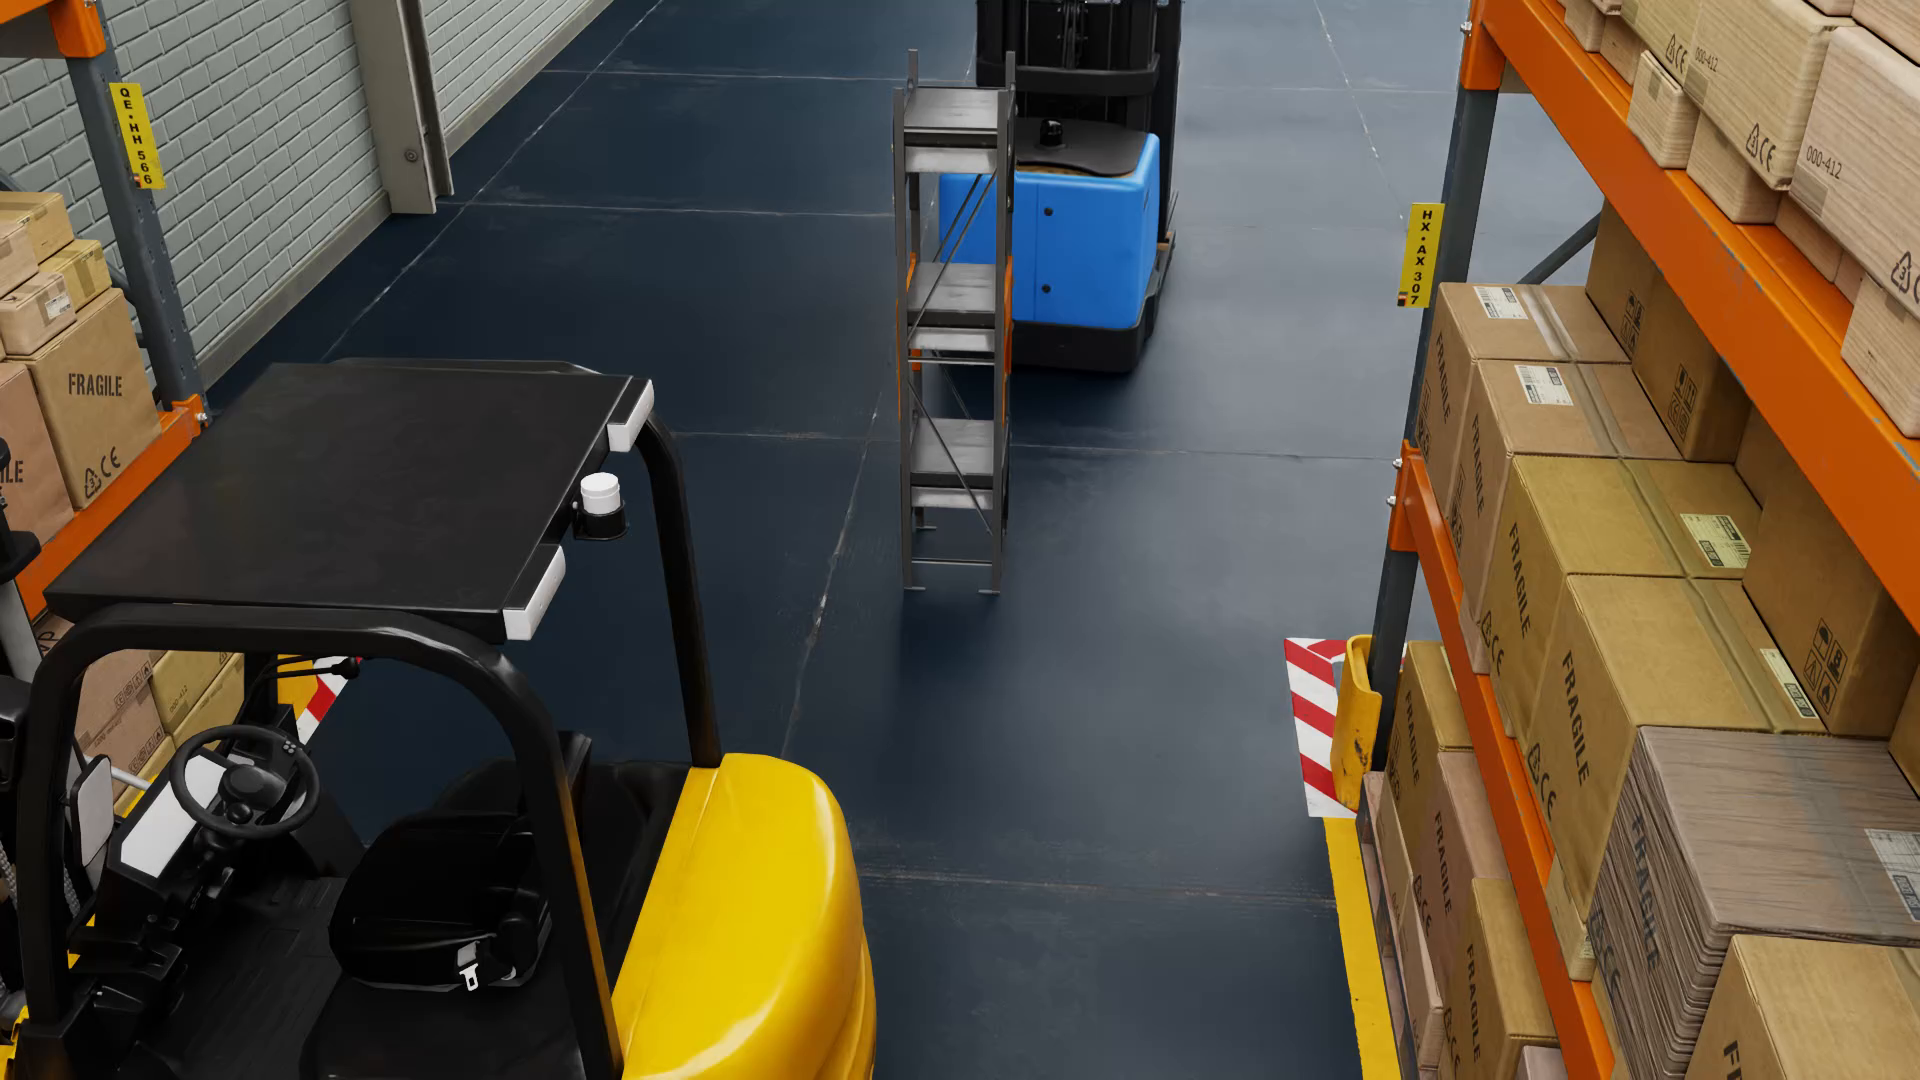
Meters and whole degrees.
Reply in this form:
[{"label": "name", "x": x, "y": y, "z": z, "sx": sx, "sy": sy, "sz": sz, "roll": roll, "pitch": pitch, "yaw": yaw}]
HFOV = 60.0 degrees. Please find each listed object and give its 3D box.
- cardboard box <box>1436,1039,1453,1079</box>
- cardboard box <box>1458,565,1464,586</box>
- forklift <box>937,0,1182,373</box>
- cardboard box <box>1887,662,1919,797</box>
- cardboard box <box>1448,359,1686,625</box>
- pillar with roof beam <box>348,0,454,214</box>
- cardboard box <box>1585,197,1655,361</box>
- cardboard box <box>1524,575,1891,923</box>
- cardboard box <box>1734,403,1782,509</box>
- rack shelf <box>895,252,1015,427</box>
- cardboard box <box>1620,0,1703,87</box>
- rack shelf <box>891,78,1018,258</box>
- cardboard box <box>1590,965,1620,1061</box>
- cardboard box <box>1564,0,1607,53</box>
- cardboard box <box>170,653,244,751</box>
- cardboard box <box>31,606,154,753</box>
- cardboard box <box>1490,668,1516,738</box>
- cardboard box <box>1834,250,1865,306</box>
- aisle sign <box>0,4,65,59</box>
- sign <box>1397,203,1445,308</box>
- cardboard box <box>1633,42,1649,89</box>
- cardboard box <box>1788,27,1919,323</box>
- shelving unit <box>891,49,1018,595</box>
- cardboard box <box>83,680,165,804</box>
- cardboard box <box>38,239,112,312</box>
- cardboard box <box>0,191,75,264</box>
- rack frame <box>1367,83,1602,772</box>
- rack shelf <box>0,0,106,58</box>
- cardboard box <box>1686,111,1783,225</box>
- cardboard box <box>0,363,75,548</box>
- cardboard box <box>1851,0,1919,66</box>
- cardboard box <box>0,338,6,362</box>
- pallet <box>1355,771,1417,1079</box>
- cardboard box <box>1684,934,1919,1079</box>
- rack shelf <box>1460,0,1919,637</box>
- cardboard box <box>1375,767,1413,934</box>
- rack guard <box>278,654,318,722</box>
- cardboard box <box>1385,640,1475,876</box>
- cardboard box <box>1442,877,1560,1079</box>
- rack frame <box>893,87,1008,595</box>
[{"label": "cardboard box", "x": 1.488, "y": 1.504, "z": 4.171, "sx": 0.500, "sy": 0.250, "sz": 0.500, "roll": 5, "pitch": 32, "yaw": 7}, {"label": "cardboard box", "x": 1.567, "y": 0.093, "z": 4.479, "sx": 0.380, "sy": 0.149, "sz": 0.250, "roll": 1, "pitch": 32, "yaw": 2}, {"label": "forklift", "x": 0.682, "y": -2.864, "z": 9.104, "sx": 1.130, "sy": 2.935, "sz": 3.031, "roll": 6, "pitch": 32, "yaw": 10}, {"label": "cardboard box", "x": 1.968, "y": 0.298, "z": 2.576, "sx": 0.700, "sy": 0.500, "sz": 0.500, "roll": 2, "pitch": 32, "yaw": 3}, {"label": "cardboard box", "x": 1.556, "y": -0.113, "z": 4.195, "sx": 0.500, "sy": 0.500, "sz": 0.500, "roll": 3, "pitch": 32, "yaw": 5}, {"label": "pillar with roof beam", "x": 0.787, "y": -5.842, "z": 8.153, "sx": 9.100, "sy": 9.000, "sz": 0.400, "roll": 2, "pitch": 32, "yaw": 4}, {"label": "cardboard box", "x": 2.086, "y": -0.769, "z": 4.307, "sx": 0.700, "sy": 0.500, "sz": 0.500, "roll": 2, "pitch": 32, "yaw": 3}, {"label": "cardboard box", "x": 1.482, "y": 0.420, "z": 3.331, "sx": 0.500, "sy": 0.500, "sz": 0.500, "roll": 2, "pitch": 32, "yaw": 3}, {"label": "cardboard box", "x": 2.098, "y": -0.233, "z": 3.438, "sx": 0.700, "sy": 0.500, "sz": 0.500, "roll": 2, "pitch": 32, "yaw": 3}, {"label": "rack shelf", "x": -0.013, "y": -0.796, "z": 6.566, "sx": 0.431, "sy": 0.518, "sz": 0.480, "roll": 2, "pitch": 32, "yaw": 4}, {"label": "cardboard box", "x": 1.535, "y": -1.004, "z": 3.021, "sx": 0.500, "sy": 0.250, "sz": 0.500, "roll": 3, "pitch": 32, "yaw": 5}, {"label": "rack shelf", "x": -0.014, "y": -1.392, "z": 6.199, "sx": 0.431, "sy": 0.518, "sz": 0.480, "roll": 2, "pitch": 32, "yaw": 4}, {"label": "cardboard box", "x": 1.437, "y": 0.903, "z": 3.165, "sx": 0.380, "sy": 0.149, "sz": 0.250, "roll": 2, "pitch": 32, "yaw": 3}, {"label": "cardboard box", "x": 1.572, "y": -1.183, "z": 3.690, "sx": 0.380, "sy": 0.149, "sz": 0.250, "roll": 3, "pitch": 32, "yaw": 5}, {"label": "cardboard box", "x": -2.761, "y": 0.590, "z": 5.653, "sx": 0.500, "sy": 0.250, "sz": 0.500, "roll": 3, "pitch": 32, "yaw": 4}, {"label": "cardboard box", "x": -2.800, "y": 0.427, "z": 4.966, "sx": 0.500, "sy": 0.250, "sz": 0.500, "roll": 3, "pitch": 32, "yaw": 5}, {"label": "cardboard box", "x": 1.513, "y": 0.361, "z": 4.045, "sx": 0.380, "sy": 0.149, "sz": 0.250, "roll": 3, "pitch": 32, "yaw": 5}, {"label": "cardboard box", "x": 1.509, "y": -0.376, "z": 2.382, "sx": 0.380, "sy": 0.149, "sz": 0.250, "roll": 3, "pitch": 32, "yaw": 5}, {"label": "aisle sign", "x": -2.739, "y": -1.789, "z": 4.816, "sx": 0.394, "sy": 0.787, "sz": 0.004, "roll": 2, "pitch": 32, "yaw": 4}, {"label": "sign", "x": 1.369, "y": -0.842, "z": 4.932, "sx": 0.100, "sy": 0.325, "sz": 0.005, "roll": 2, "pitch": 32, "yaw": 4}, {"label": "cardboard box", "x": 1.558, "y": -0.913, "z": 3.253, "sx": 0.380, "sy": 0.149, "sz": 0.250, "roll": 2, "pitch": 32, "yaw": 2}, {"label": "cardboard box", "x": 1.448, "y": -0.471, "z": 2.156, "sx": 0.500, "sy": 0.250, "sz": 0.500, "roll": 2, "pitch": 32, "yaw": 3}, {"label": "shelving unit", "x": -0.013, "y": -0.807, "z": 6.559, "sx": 0.431, "sy": 2.100, "sz": 0.503, "roll": 2, "pitch": 32, "yaw": 4}, {"label": "cardboard box", "x": -2.817, "y": 0.648, "z": 5.083, "sx": 0.500, "sy": 0.250, "sz": 0.500, "roll": 2, "pitch": 32, "yaw": 4}, {"label": "cardboard box", "x": -2.786, "y": -0.786, "z": 4.953, "sx": 0.380, "sy": 0.149, "sz": 0.250, "roll": 3, "pitch": 32, "yaw": 5}, {"label": "cardboard box", "x": -2.857, "y": -0.910, "z": 4.870, "sx": 0.380, "sy": 0.149, "sz": 0.250, "roll": 3, "pitch": 32, "yaw": 4}, {"label": "rack frame", "x": 1.910, "y": -0.450, "z": 5.122, "sx": 1.000, "sy": 3.000, "sz": 0.127, "roll": 2, "pitch": 32, "yaw": 4}, {"label": "rack shelf", "x": -3.200, "y": -0.585, "z": 3.168, "sx": 1.077, "sy": 0.370, "sz": 4.000, "roll": 2, "pitch": 32, "yaw": 4}, {"label": "cardboard box", "x": 1.477, "y": -0.646, "z": 2.819, "sx": 0.380, "sy": 0.149, "sz": 0.250, "roll": 2, "pitch": 32, "yaw": 3}, {"label": "cardboard box", "x": -2.867, "y": -0.164, "z": 4.561, "sx": 0.500, "sy": 0.500, "sz": 0.500, "roll": 3, "pitch": 32, "yaw": 6}, {"label": "cardboard box", "x": 1.431, "y": -0.725, "z": 2.187, "sx": 0.380, "sy": 0.149, "sz": 0.250, "roll": 3, "pitch": 32, "yaw": 5}, {"label": "cardboard box", "x": -2.860, "y": -0.518, "z": 4.518, "sx": 0.380, "sy": 0.149, "sz": 0.250, "roll": 3, "pitch": 32, "yaw": 5}, {"label": "pallet", "x": 1.802, "y": 1.200, "z": 5.102, "sx": 1.003, "sy": 0.211, "sz": 1.213, "roll": 2, "pitch": 32, "yaw": 4}, {"label": "cardboard box", "x": 1.408, "y": 0.959, "z": 2.455, "sx": 0.500, "sy": 0.500, "sz": 0.500, "roll": 3, "pitch": 32, "yaw": 6}, {"label": "rack shelf", "x": 1.747, "y": -0.375, "z": 2.827, "sx": 1.077, "sy": 0.370, "sz": 4.000, "roll": 2, "pitch": 32, "yaw": 4}, {"label": "cardboard box", "x": 1.569, "y": 0.951, "z": 5.068, "sx": 0.500, "sy": 0.250, "sz": 0.500, "roll": 2, "pitch": 32, "yaw": 4}, {"label": "rack guard", "x": -3.036, "y": 0.391, "z": 6.139, "sx": 1.175, "sy": 0.500, "sz": 0.348, "roll": 2, "pitch": 32, "yaw": 4}, {"label": "cardboard box", "x": 1.567, "y": 0.645, "z": 4.851, "sx": 0.500, "sy": 0.500, "sz": 0.500, "roll": 1, "pitch": 32, "yaw": 2}, {"label": "cardboard box", "x": 1.480, "y": 1.180, "z": 3.982, "sx": 0.500, "sy": 0.500, "sz": 0.500, "roll": 3, "pitch": 32, "yaw": 5}, {"label": "rack frame", "x": -0.033, "y": -0.680, "z": 6.352, "sx": 0.400, "sy": 2.100, "sz": 0.015, "roll": 2, "pitch": 32, "yaw": 4}]
